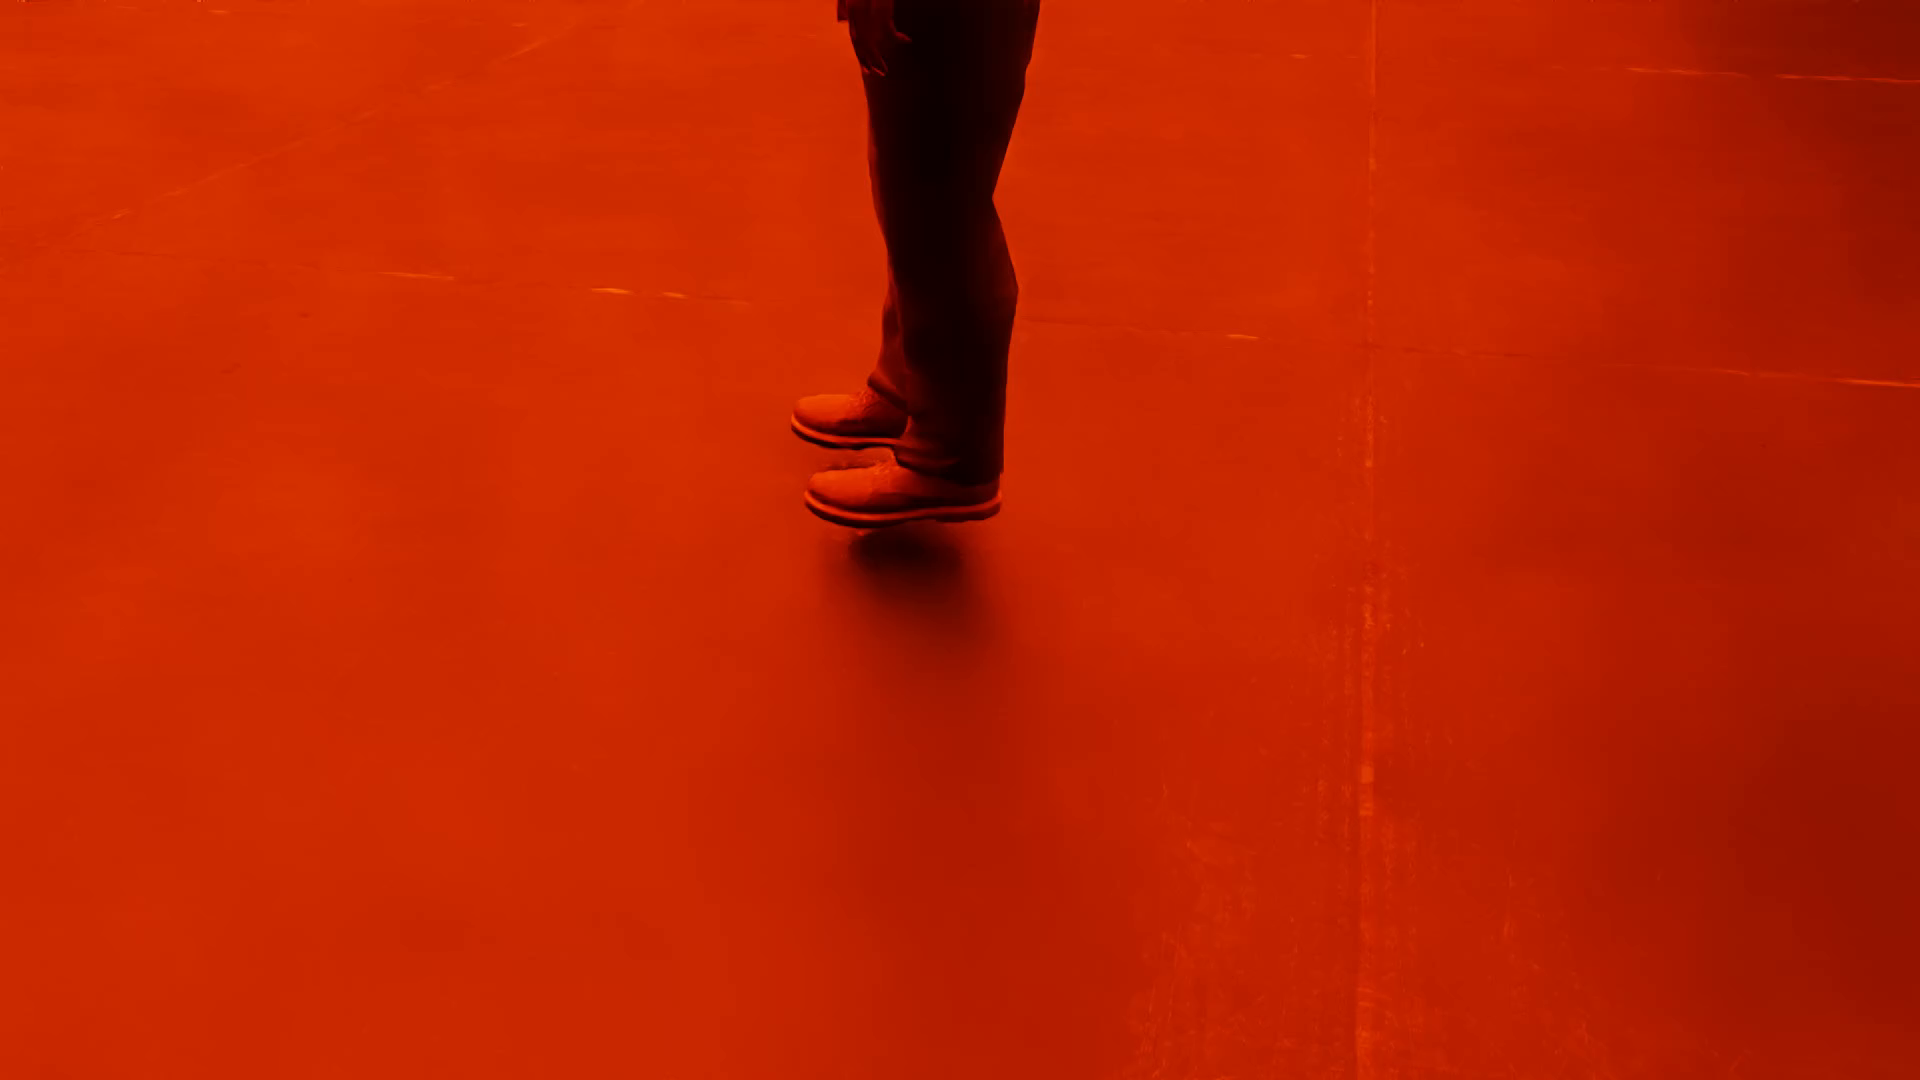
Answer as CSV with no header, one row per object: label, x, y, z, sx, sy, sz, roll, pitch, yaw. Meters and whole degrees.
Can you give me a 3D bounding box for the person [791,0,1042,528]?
person,-0.081,-0.798,2.141,0.504,1.654,0.570,6,27,11
